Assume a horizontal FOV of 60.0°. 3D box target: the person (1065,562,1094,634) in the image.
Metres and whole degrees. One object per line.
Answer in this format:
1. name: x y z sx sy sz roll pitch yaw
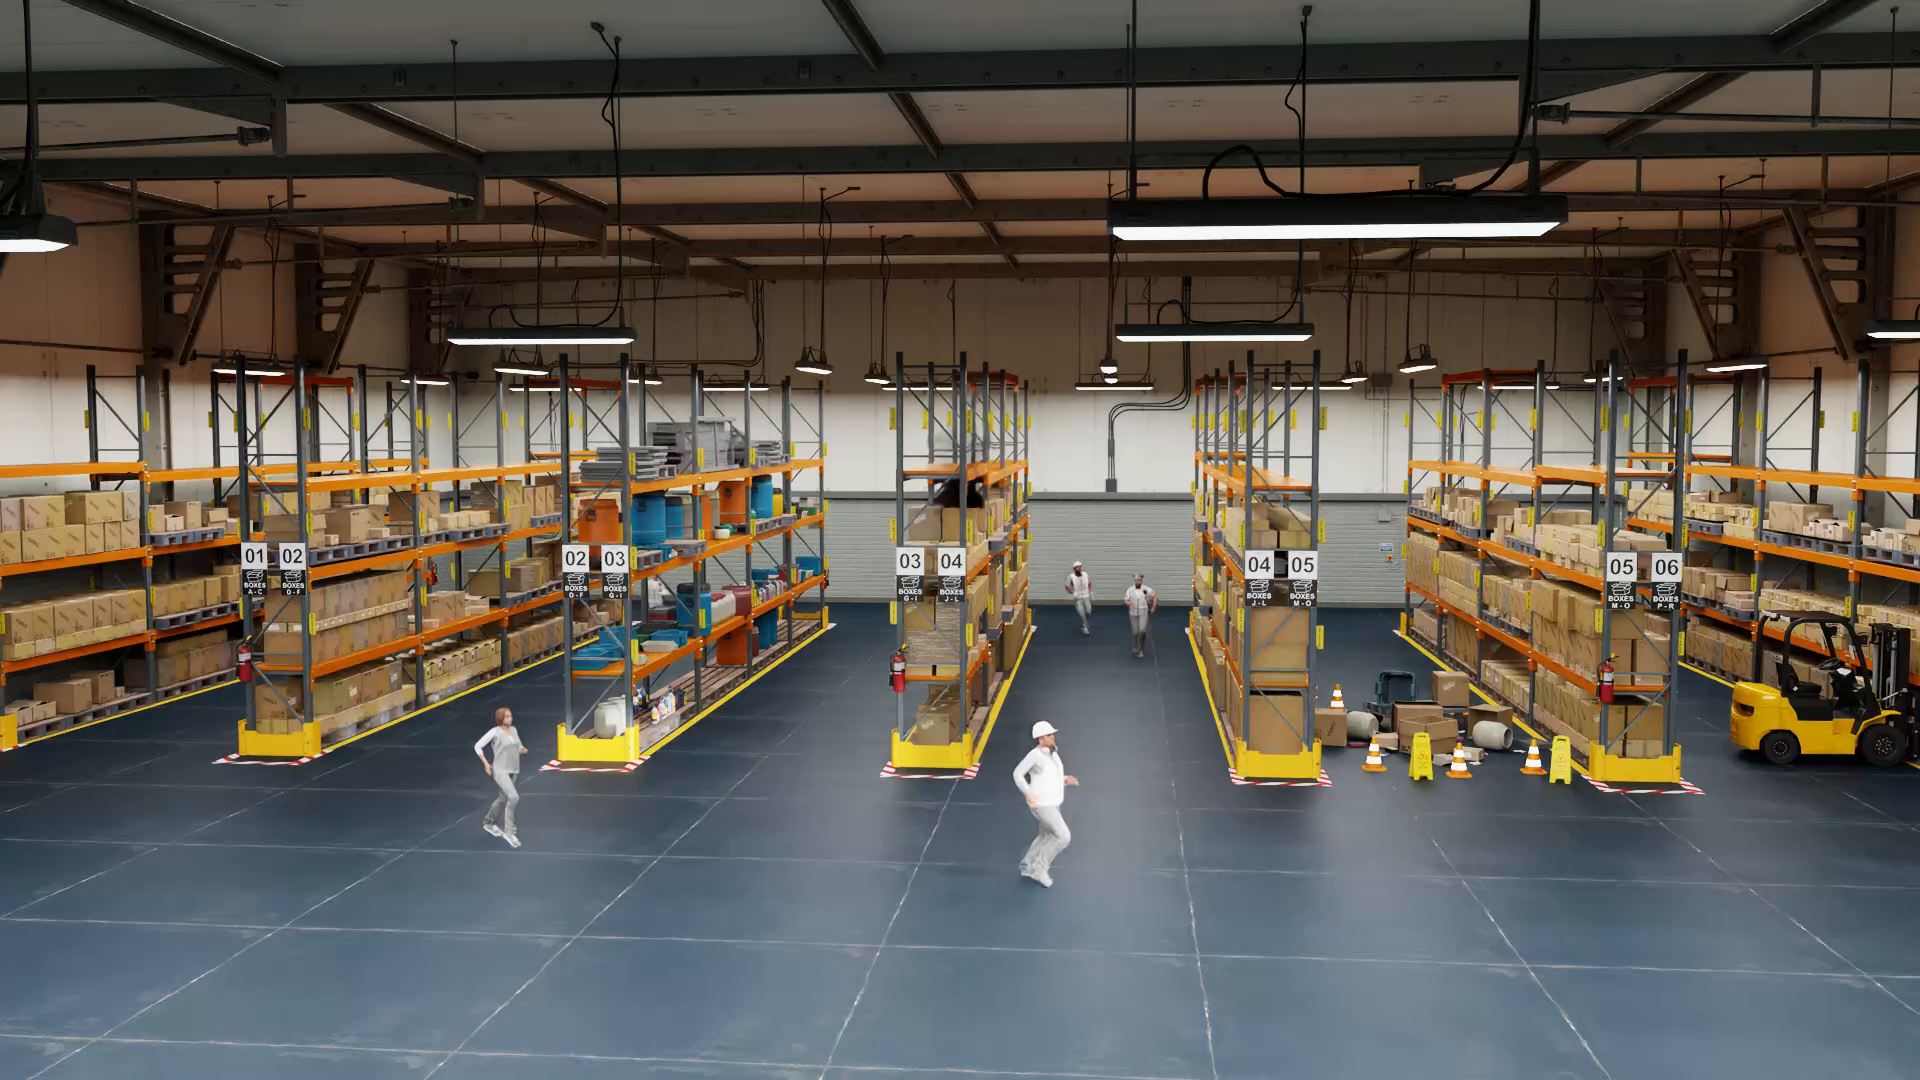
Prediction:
1. person: 2.821 1.356 39.167 0.675 1.696 0.552 -1 4 -14

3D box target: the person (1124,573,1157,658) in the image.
1. person: 3.837 1.621 35.552 0.670 1.827 0.755 1 4 15

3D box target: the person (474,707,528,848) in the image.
1. person: -5.409 2.800 19.721 0.721 1.642 0.506 2 4 25

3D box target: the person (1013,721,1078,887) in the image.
1. person: 0.947 2.846 17.939 0.693 1.771 0.629 2 4 25

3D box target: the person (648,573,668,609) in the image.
1. person: -6.899 1.483 37.685 0.580 1.754 0.738 -1 4 -9
